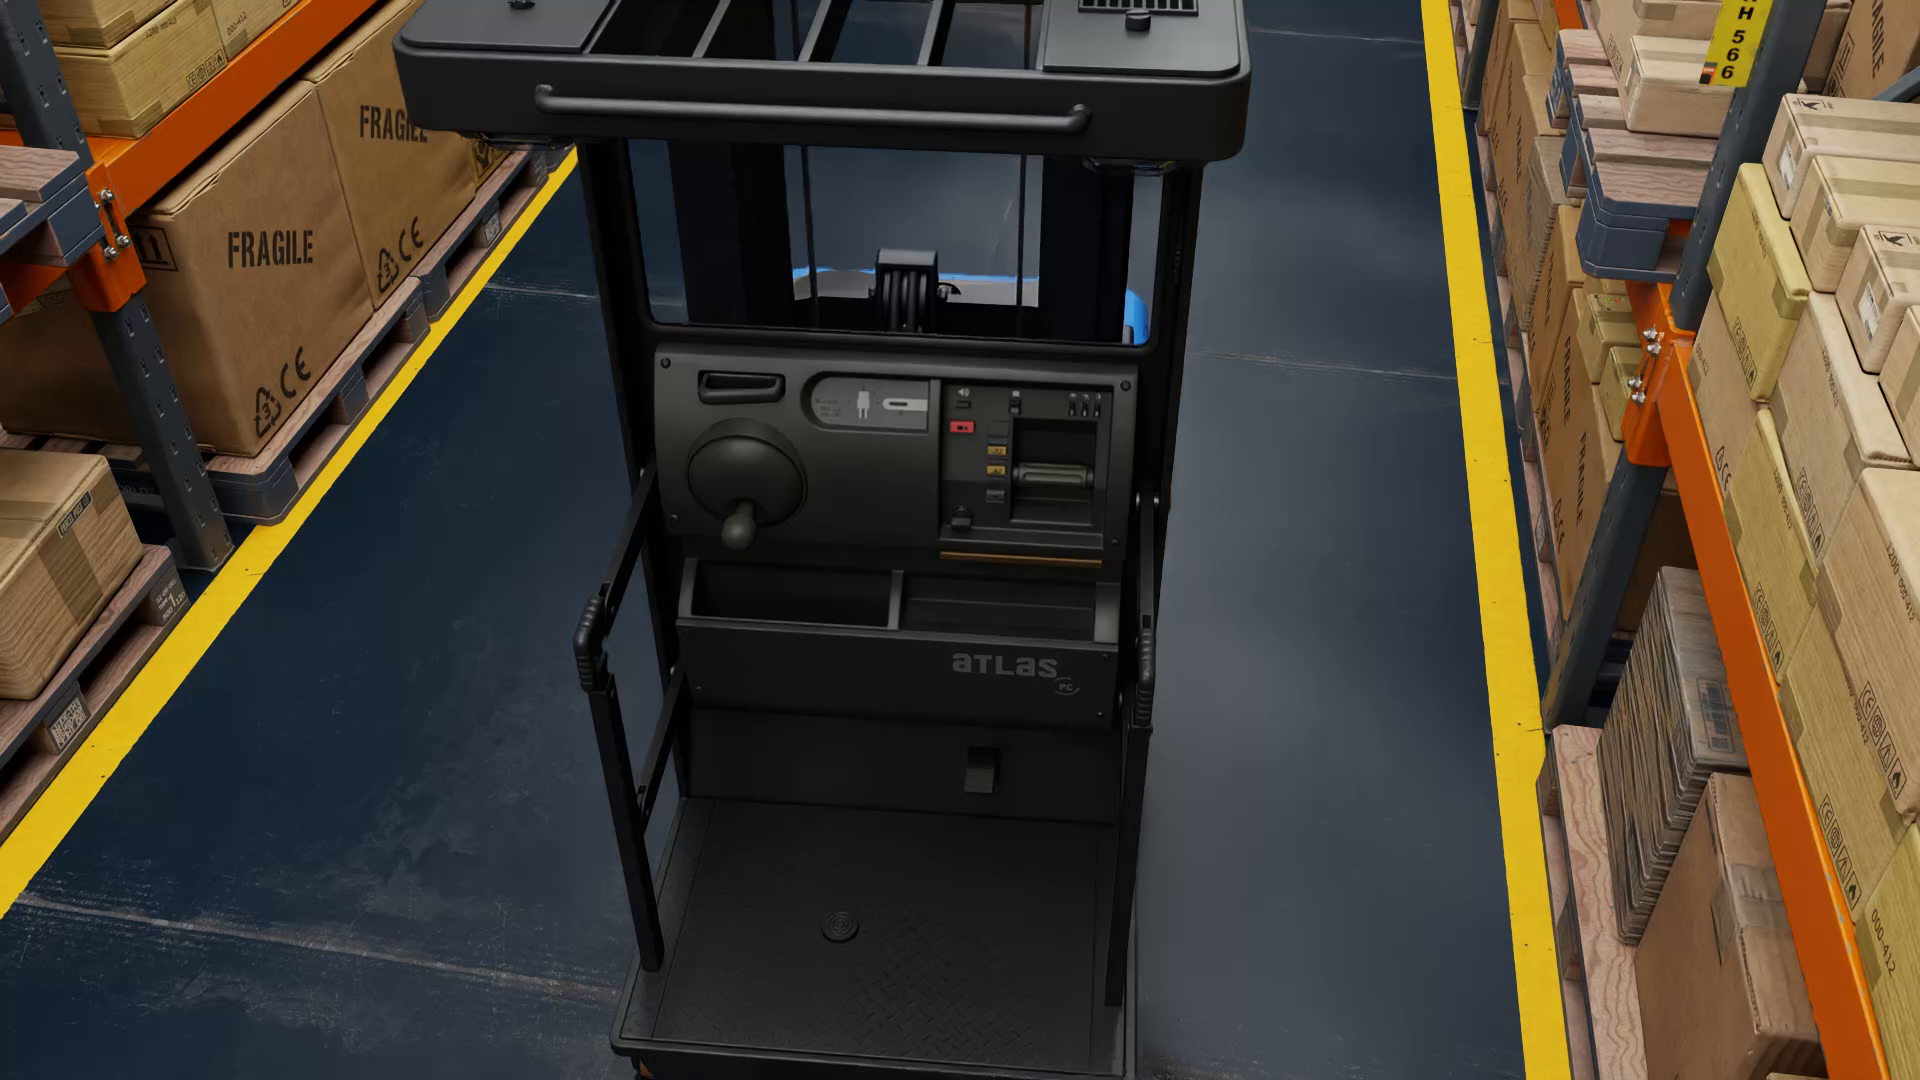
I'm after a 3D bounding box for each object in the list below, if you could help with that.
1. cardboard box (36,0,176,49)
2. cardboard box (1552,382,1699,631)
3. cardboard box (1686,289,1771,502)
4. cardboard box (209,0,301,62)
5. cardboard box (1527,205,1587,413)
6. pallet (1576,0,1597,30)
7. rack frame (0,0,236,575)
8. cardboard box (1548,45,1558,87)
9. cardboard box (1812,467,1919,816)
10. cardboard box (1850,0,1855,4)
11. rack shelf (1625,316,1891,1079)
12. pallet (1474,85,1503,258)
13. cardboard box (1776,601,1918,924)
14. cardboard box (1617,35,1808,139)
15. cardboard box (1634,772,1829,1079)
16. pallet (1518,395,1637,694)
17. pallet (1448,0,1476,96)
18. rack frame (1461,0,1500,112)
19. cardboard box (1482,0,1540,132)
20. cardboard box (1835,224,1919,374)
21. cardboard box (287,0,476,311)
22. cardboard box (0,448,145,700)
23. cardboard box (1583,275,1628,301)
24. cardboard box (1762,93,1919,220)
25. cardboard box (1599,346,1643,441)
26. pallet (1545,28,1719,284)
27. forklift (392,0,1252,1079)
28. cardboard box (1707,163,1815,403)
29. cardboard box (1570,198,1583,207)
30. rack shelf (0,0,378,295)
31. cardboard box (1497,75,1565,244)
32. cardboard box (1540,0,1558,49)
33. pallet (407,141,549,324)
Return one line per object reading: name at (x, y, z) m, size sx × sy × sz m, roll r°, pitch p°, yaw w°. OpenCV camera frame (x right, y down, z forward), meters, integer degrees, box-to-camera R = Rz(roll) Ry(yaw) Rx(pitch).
cardboard box at (-2.441, -1.568, 4.517) m, size 0.500 × 0.250 × 0.500 m, roll 6°, pitch 40°, yaw 7°
cardboard box at (1.978, -0.084, 4.630) m, size 0.500 × 0.500 × 0.500 m, roll 7°, pitch 40°, yaw 9°
cardboard box at (1.800, -0.288, 3.361) m, size 0.500 × 0.250 × 0.500 m, roll 7°, pitch 40°, yaw 8°
cardboard box at (-2.368, -1.688, 5.055) m, size 0.500 × 0.250 × 0.500 m, roll 5°, pitch 40°, yaw 6°
cardboard box at (2.163, -0.726, 5.406) m, size 0.500 × 0.500 × 0.500 m, roll 8°, pitch 40°, yaw 10°
pallet at (2.449, -1.744, 5.156) m, size 1.003 × 0.211 × 1.213 m, roll 6°, pitch 40°, yaw 8°
rack frame at (-2.772, -1.142, 4.277) m, size 1.000 × 3.000 × 0.127 m, roll 6°, pitch 40°, yaw 8°
cardboard box at (2.366, -1.689, 6.062) m, size 0.380 × 0.149 × 0.250 m, roll 6°, pitch 40°, yaw 8°
cardboard box at (1.603, 0.160, 2.427) m, size 0.500 × 0.250 × 0.500 m, roll 5°, pitch 40°, yaw 7°
cardboard box at (2.217, -1.843, 4.715) m, size 0.797 × 0.503 × 0.637 m, roll 6°, pitch 40°, yaw 7°
rack shelf at (1.771, 0.936, 2.329) m, size 1.077 × 0.370 × 4.000 m, roll 6°, pitch 40°, yaw 8°
pallet at (2.706, -1.518, 6.920) m, size 1.003 × 0.211 × 1.213 m, roll 6°, pitch 40°, yaw 8°
cardboard box at (1.625, 0.352, 2.588) m, size 0.500 × 0.250 × 0.500 m, roll 5°, pitch 40°, yaw 6°
cardboard box at (1.853, -1.116, 4.114) m, size 0.380 × 0.149 × 0.250 m, roll 7°, pitch 40°, yaw 8°
cardboard box at (1.890, 0.957, 3.272) m, size 0.875 × 0.625 × 0.625 m, roll 8°, pitch 40°, yaw 9°
pallet at (2.283, 0.013, 5.068) m, size 1.003 × 0.211 × 1.213 m, roll 6°, pitch 40°, yaw 8°
pallet at (2.929, -2.463, 8.064) m, size 1.003 × 0.211 × 1.213 m, roll 6°, pitch 40°, yaw 8°
rack frame at (2.809, -3.107, 6.654) m, size 1.000 × 3.000 × 0.127 m, roll 6°, pitch 40°, yaw 8°
cardboard box at (2.504, -2.027, 6.980) m, size 0.500 × 0.500 × 0.500 m, roll 8°, pitch 40°, yaw 10°
cardboard box at (1.708, -0.386, 2.775) m, size 0.380 × 0.149 × 0.250 m, roll 7°, pitch 40°, yaw 9°
cardboard box at (-2.413, -1.469, 6.010) m, size 0.875 × 0.875 × 0.875 m, roll 7°, pitch 40°, yaw 8°
cardboard box at (-2.880, 0.062, 4.553) m, size 0.950 × 0.372 × 0.625 m, roll 4°, pitch 40°, yaw 5°
cardboard box at (2.059, -0.718, 4.888) m, size 0.380 × 0.149 × 0.250 m, roll 5°, pitch 40°, yaw 6°
cardboard box at (1.772, -0.718, 3.177) m, size 0.380 × 0.149 × 0.250 m, roll 8°, pitch 40°, yaw 9°
cardboard box at (1.953, -0.383, 4.483) m, size 0.380 × 0.149 × 0.250 m, roll 5°, pitch 40°, yaw 5°
pallet at (2.165, -0.956, 4.203) m, size 1.213 × 0.211 × 1.003 m, roll 6°, pitch 40°, yaw 8°
forklift at (-0.145, -0.084, 3.052) m, size 1.130 × 2.935 × 3.031 m, roll 3°, pitch 40°, yaw 4°
cardboard box at (1.775, -0.483, 3.206) m, size 0.500 × 0.250 × 0.500 m, roll 6°, pitch 40°, yaw 8°
cardboard box at (2.210, -1.212, 5.485) m, size 0.380 × 0.149 × 0.250 m, roll 5°, pitch 40°, yaw 6°
rack shelf at (-2.426, -2.120, 6.024) m, size 1.077 × 0.370 × 4.000 m, roll 6°, pitch 40°, yaw 8°
cardboard box at (2.331, -1.379, 6.196) m, size 0.500 × 0.500 × 0.500 m, roll 5°, pitch 40°, yaw 6°
cardboard box at (2.480, -2.015, 6.457) m, size 0.380 × 0.149 × 0.250 m, roll 4°, pitch 40°, yaw 5°
pallet at (-2.348, -1.317, 6.677) m, size 1.003 × 0.211 × 1.213 m, roll 6°, pitch 40°, yaw 8°
